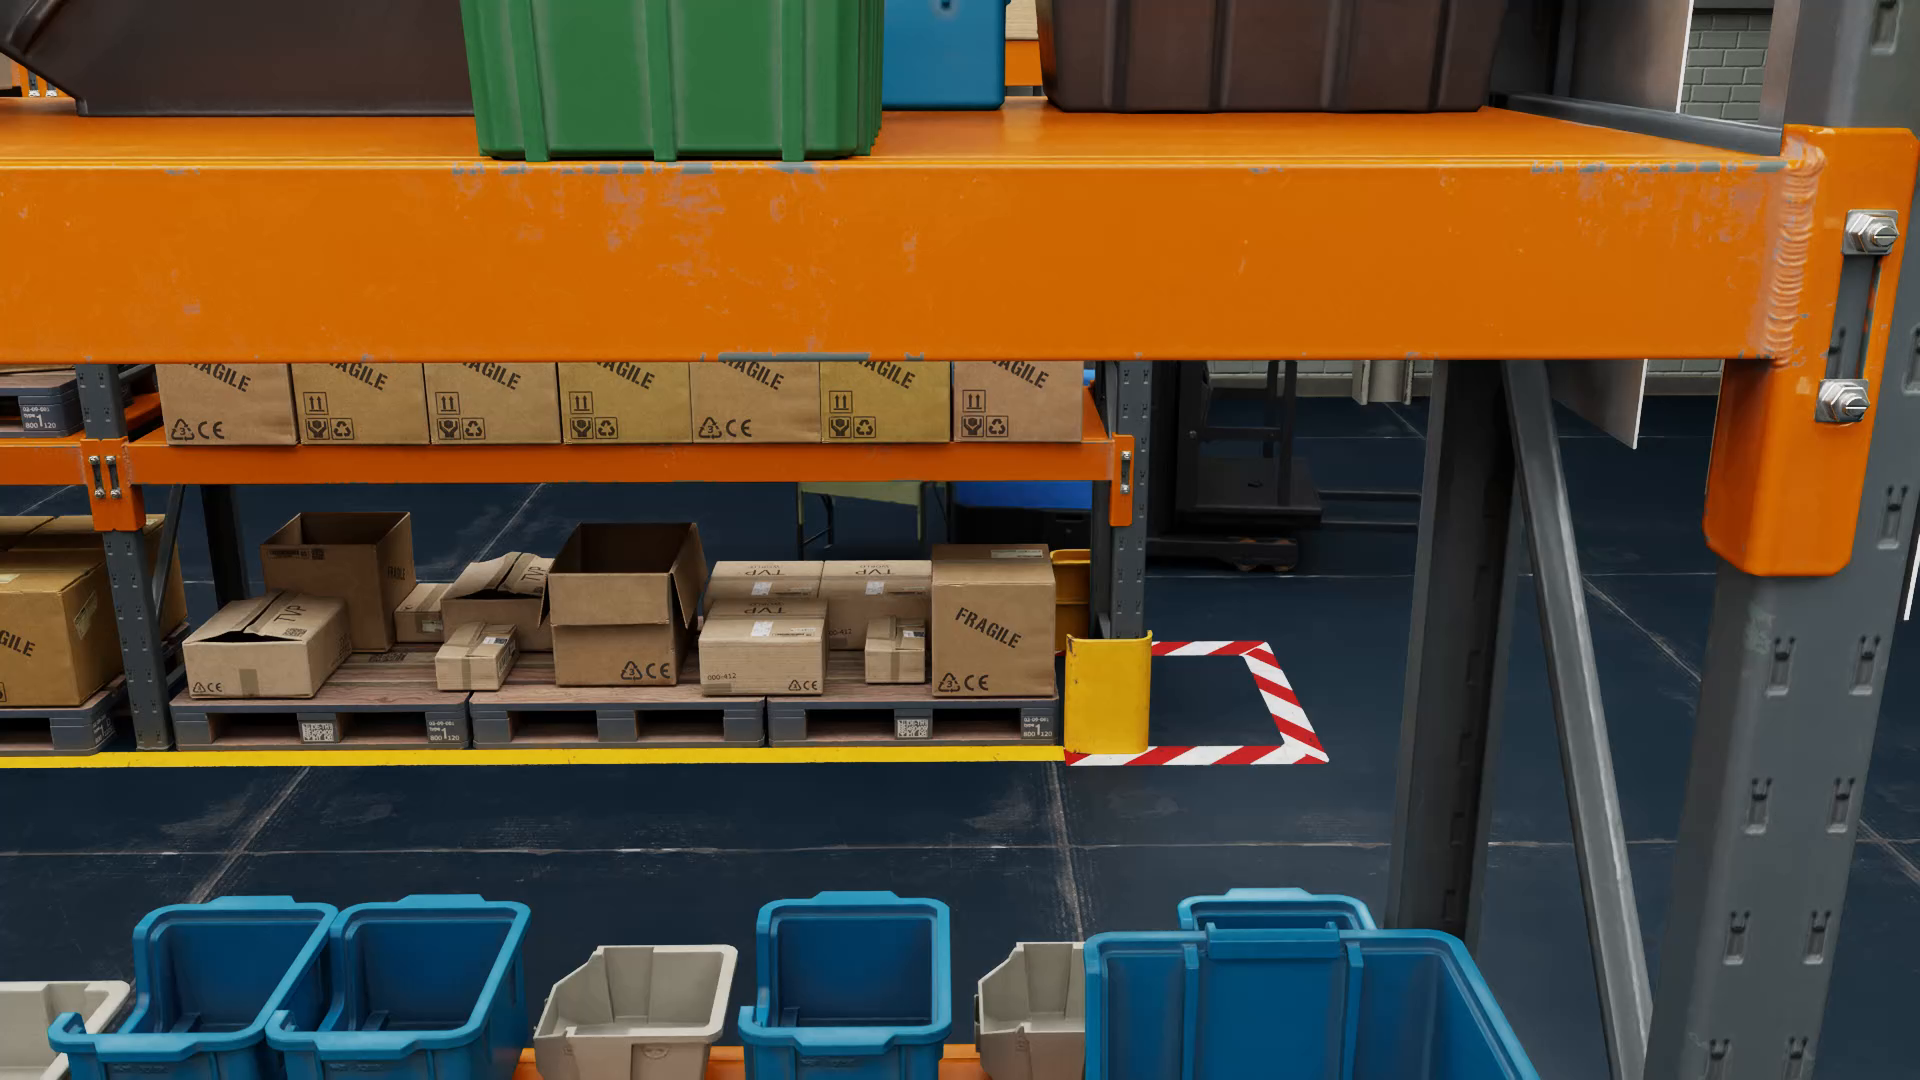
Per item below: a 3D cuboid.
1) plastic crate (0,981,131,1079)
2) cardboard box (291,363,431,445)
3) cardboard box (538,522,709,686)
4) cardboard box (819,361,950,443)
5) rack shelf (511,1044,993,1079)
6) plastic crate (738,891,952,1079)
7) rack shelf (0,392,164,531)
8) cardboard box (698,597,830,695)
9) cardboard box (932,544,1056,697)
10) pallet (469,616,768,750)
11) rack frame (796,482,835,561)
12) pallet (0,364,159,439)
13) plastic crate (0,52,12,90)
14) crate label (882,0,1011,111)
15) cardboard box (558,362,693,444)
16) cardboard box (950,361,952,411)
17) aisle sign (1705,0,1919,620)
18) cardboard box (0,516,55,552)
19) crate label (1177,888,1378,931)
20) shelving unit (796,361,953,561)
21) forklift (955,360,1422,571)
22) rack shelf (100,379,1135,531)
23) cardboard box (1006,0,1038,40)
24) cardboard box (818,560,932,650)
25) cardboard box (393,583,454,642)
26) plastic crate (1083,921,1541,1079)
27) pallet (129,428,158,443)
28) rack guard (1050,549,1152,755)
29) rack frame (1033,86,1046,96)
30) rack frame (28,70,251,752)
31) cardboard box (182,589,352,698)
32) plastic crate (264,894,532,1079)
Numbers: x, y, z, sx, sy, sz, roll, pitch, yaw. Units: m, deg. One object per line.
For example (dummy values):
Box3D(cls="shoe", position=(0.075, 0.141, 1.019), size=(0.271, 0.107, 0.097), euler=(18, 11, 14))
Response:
Box3D(cls="plastic crate", position=(-1.517, 0.800, 2.478), size=(0.466, 0.136, 0.293), euler=(0, 18, -1))
Box3D(cls="cardboard box", position=(-2.302, -0.680, 6.594), size=(0.500, 0.500, 0.500), euler=(0, 18, 0))
Box3D(cls="cardboard box", position=(-1.449, 0.259, 7.197), size=(0.637, 0.503, 0.797), euler=(0, 18, -1))
Box3D(cls="cardboard box", position=(-0.290, -0.688, 6.618), size=(0.500, 0.500, 0.500), euler=(0, 18, 0))
Box3D(cls="rack shelf", position=(-1.253, 1.136, 2.274), size=(4.000, 0.370, 1.077), euler=(0, 18, -1))
Box3D(cls="plastic crate", position=(-0.164, 0.739, 2.510), size=(0.300, 0.233, 0.416), euler=(0, 18, -1))
Box3D(cls="rack shelf", position=(-5.327, -0.358, 6.930), size=(4.000, 0.370, 1.077), euler=(0, 18, -1))
Box3D(cls="cardboard box", position=(-0.818, 0.444, 7.035), size=(0.500, 0.250, 0.500), euler=(0, 18, -1))
Box3D(cls="cardboard box", position=(0.132, 0.329, 6.982), size=(0.500, 0.500, 0.500), euler=(0, 18, -1))
Box3D(cls="pallet", position=(-1.418, 0.608, 7.307), size=(1.213, 0.211, 1.003), euler=(0, 18, -1))
Box3D(cls="rack frame", position=(-0.801, -0.630, 9.054), size=(0.023, 1.500, 0.400), euler=(7, 19, 21))
Box3D(cls="pallet", position=(-4.128, -0.648, 6.971), size=(1.213, 0.211, 1.003), euler=(0, 18, -1))
Box3D(cls="plastic crate", position=(-1.474, -0.672, 2.015), size=(0.530, 0.282, 0.437), euler=(0, 18, -1))
Box3D(cls="crate label", position=(-0.181, -0.668, 2.053), size=(0.502, 0.251, 0.408), euler=(0, 18, -1))
Box3D(cls="cardboard box", position=(-1.293, -0.685, 6.608), size=(0.500, 0.500, 0.500), euler=(-1, 18, -2))
Box3D(cls="cardboard box", position=(-0.291, -0.851, 7.127), size=(0.500, 0.500, 0.500), euler=(0, 18, -1))
Box3D(cls="aisle sign", position=(0.823, -0.365, 1.519), size=(0.004, 0.787, 0.394), euler=(0, 18, -1))
Box3D(cls="cardboard box", position=(-4.348, 0.205, 7.371), size=(0.500, 0.500, 0.500), euler=(0, 18, 0))
Box3D(cls="crate label", position=(0.494, 0.735, 2.520), size=(0.303, 0.233, 0.416), euler=(0, 18, -1))
Box3D(cls="shelving unit", position=(-0.463, -0.587, 8.920), size=(0.755, 1.500, 0.431), euler=(7, 19, 21))
Box3D(cls="forklift", position=(1.520, -1.398, 9.107), size=(3.031, 2.935, 1.130), euler=(2, 18, 5))
Box3D(cls="rack shelf", position=(-1.328, -0.377, 6.990), size=(4.000, 0.370, 1.077), euler=(0, 18, -1))
Box3D(cls="cardboard box", position=(0.163, -2.003, 6.216), size=(0.500, 0.250, 0.500), euler=(0, 18, -1))
Box3D(cls="cardboard box", position=(-0.376, 0.289, 7.518), size=(0.500, 0.250, 0.500), euler=(0, 18, -1))
Box3D(cls="cardboard box", position=(-2.388, 0.328, 7.560), size=(0.250, 0.149, 0.380), euler=(0, 18, -1))
Box3D(cls="plastic crate", position=(0.415, 0.797, 1.997), size=(0.499, 0.435, 0.616), euler=(0, 18, -1))
Box3D(cls="pallet", position=(-5.403, -0.862, 11.888), size=(1.213, 0.211, 1.003), euler=(0, 18, -1))
Box3D(cls="rack guard", position=(0.596, 0.461, 7.291), size=(0.348, 0.500, 1.175), euler=(0, 18, -1))
Box3D(cls="rack frame", position=(0.590, -2.242, 11.627), size=(0.127, 3.000, 1.000), euler=(0, 18, -1))
Box3D(cls="rack frame", position=(-3.327, -0.710, 6.850), size=(0.127, 3.000, 1.000), euler=(0, 18, -1))
Box3D(cls="cardboard box", position=(-2.904, 0.425, 6.994), size=(0.500, 0.311, 0.500), euler=(0, 18, -1))
Box3D(cls="plastic crate", position=(-0.822, 0.742, 2.501), size=(0.300, 0.233, 0.416), euler=(0, 18, -1))
